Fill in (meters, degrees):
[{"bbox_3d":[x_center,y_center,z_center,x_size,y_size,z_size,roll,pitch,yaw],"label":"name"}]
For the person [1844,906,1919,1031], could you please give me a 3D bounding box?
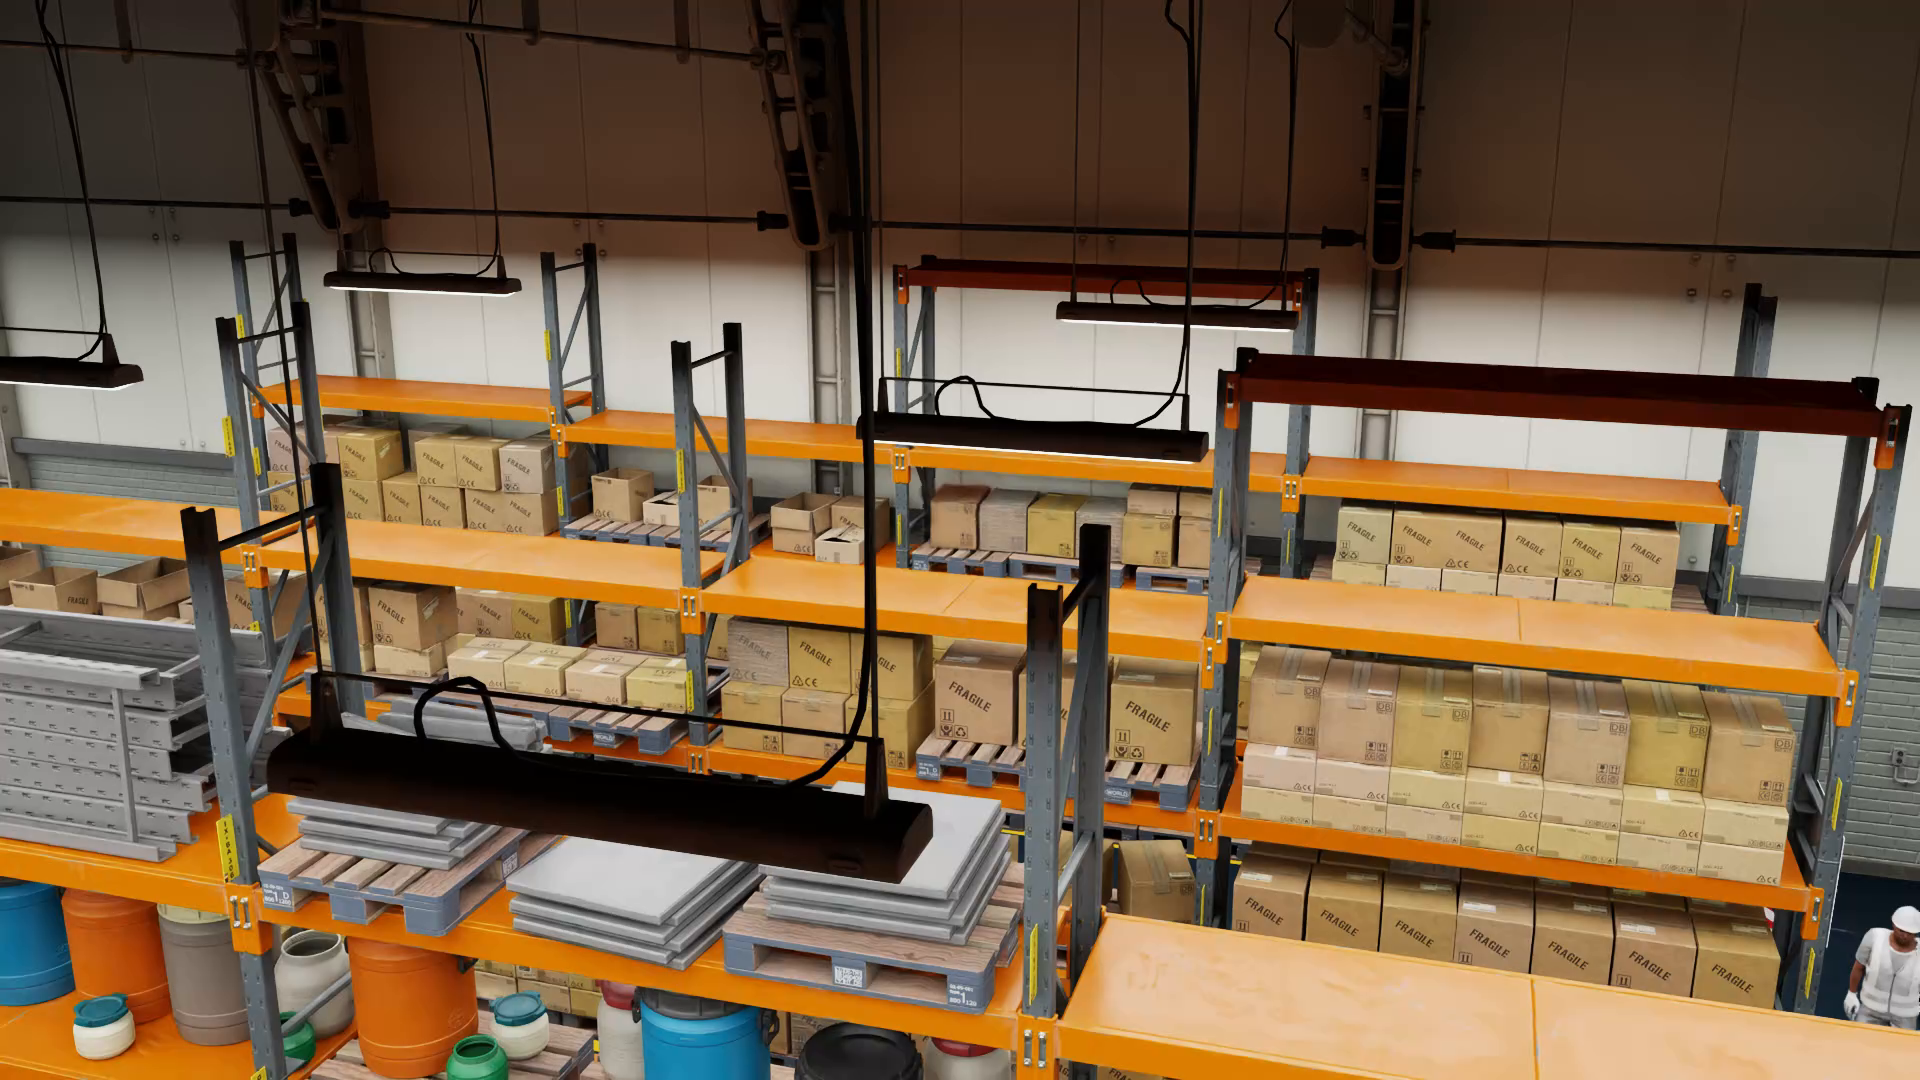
[{"bbox_3d":[7.261,3.620,12.973,0.620,1.776,0.701,11,19,32],"label":"person"}]
